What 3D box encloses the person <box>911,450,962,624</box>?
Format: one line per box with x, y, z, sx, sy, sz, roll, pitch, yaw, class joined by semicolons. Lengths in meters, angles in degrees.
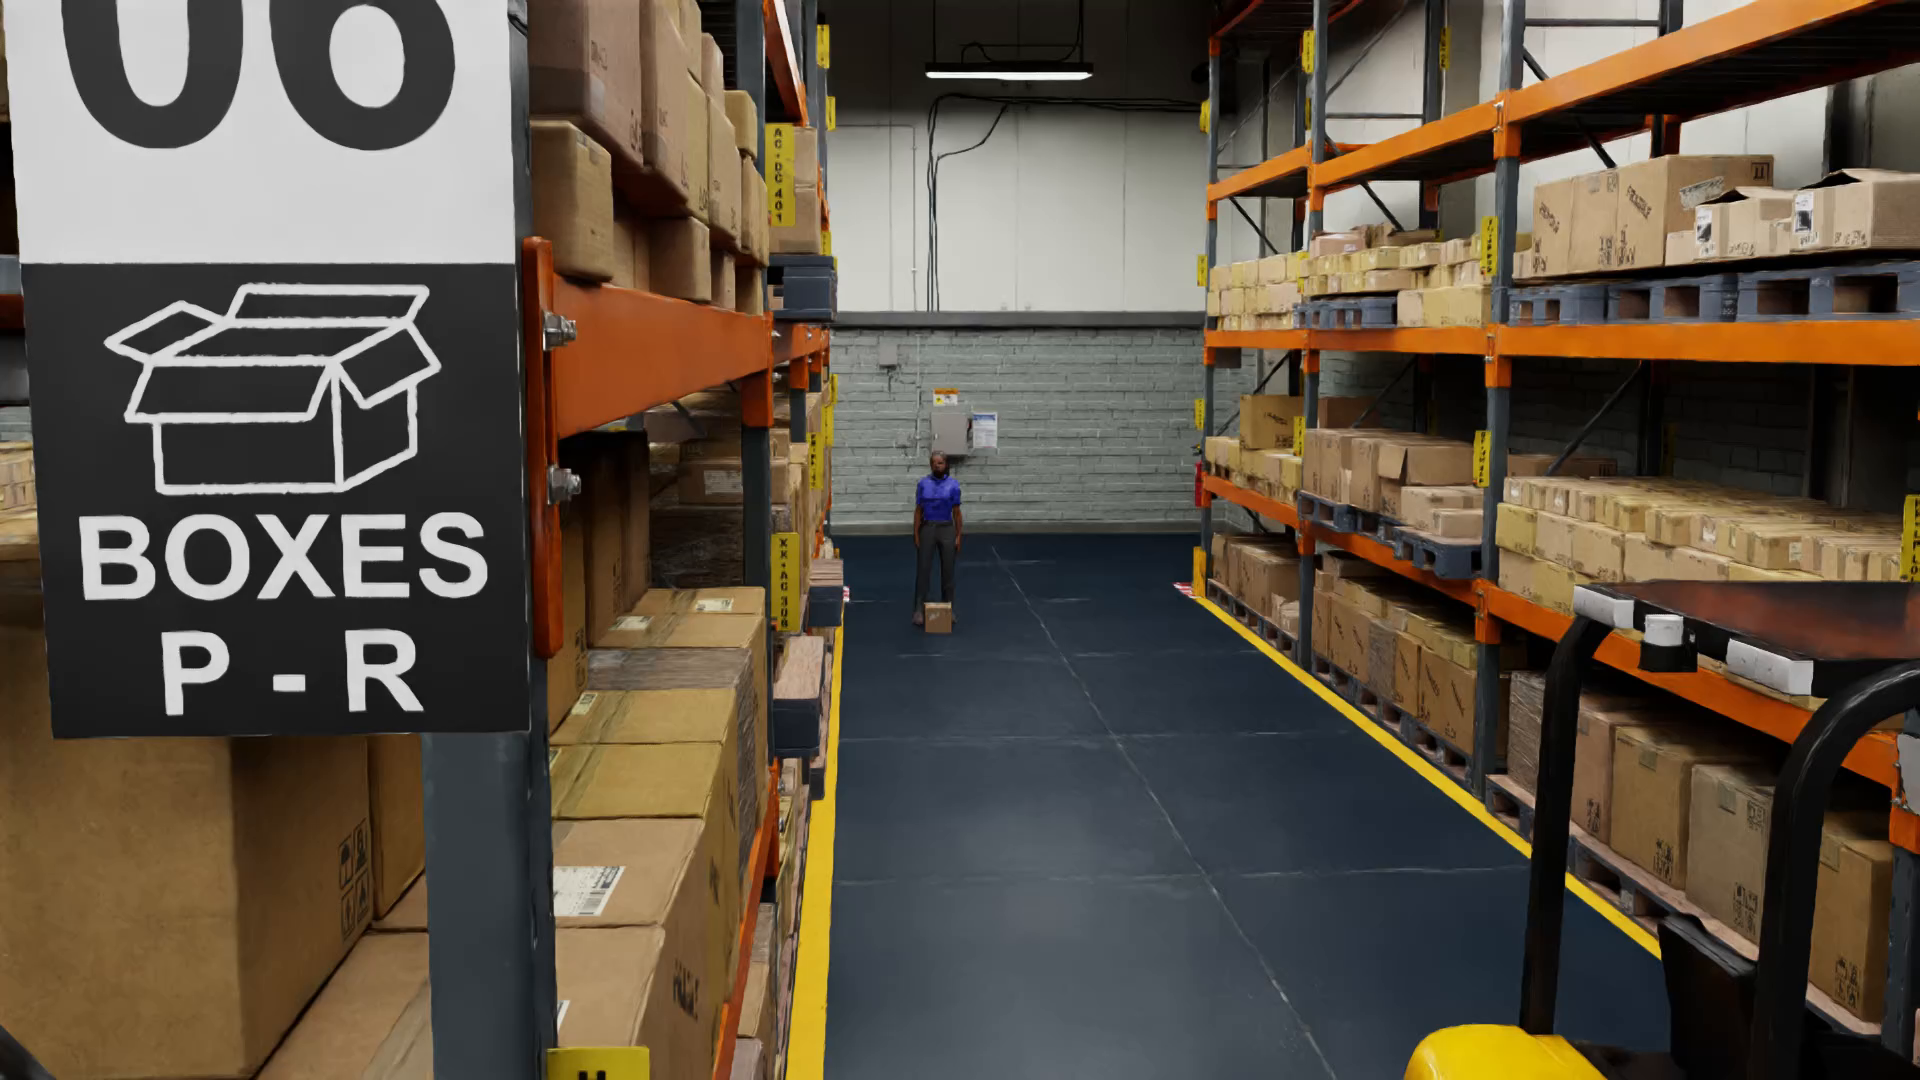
-0.225;-0.033;15.974;0.485;1.659;0.406;0;7;2;person
